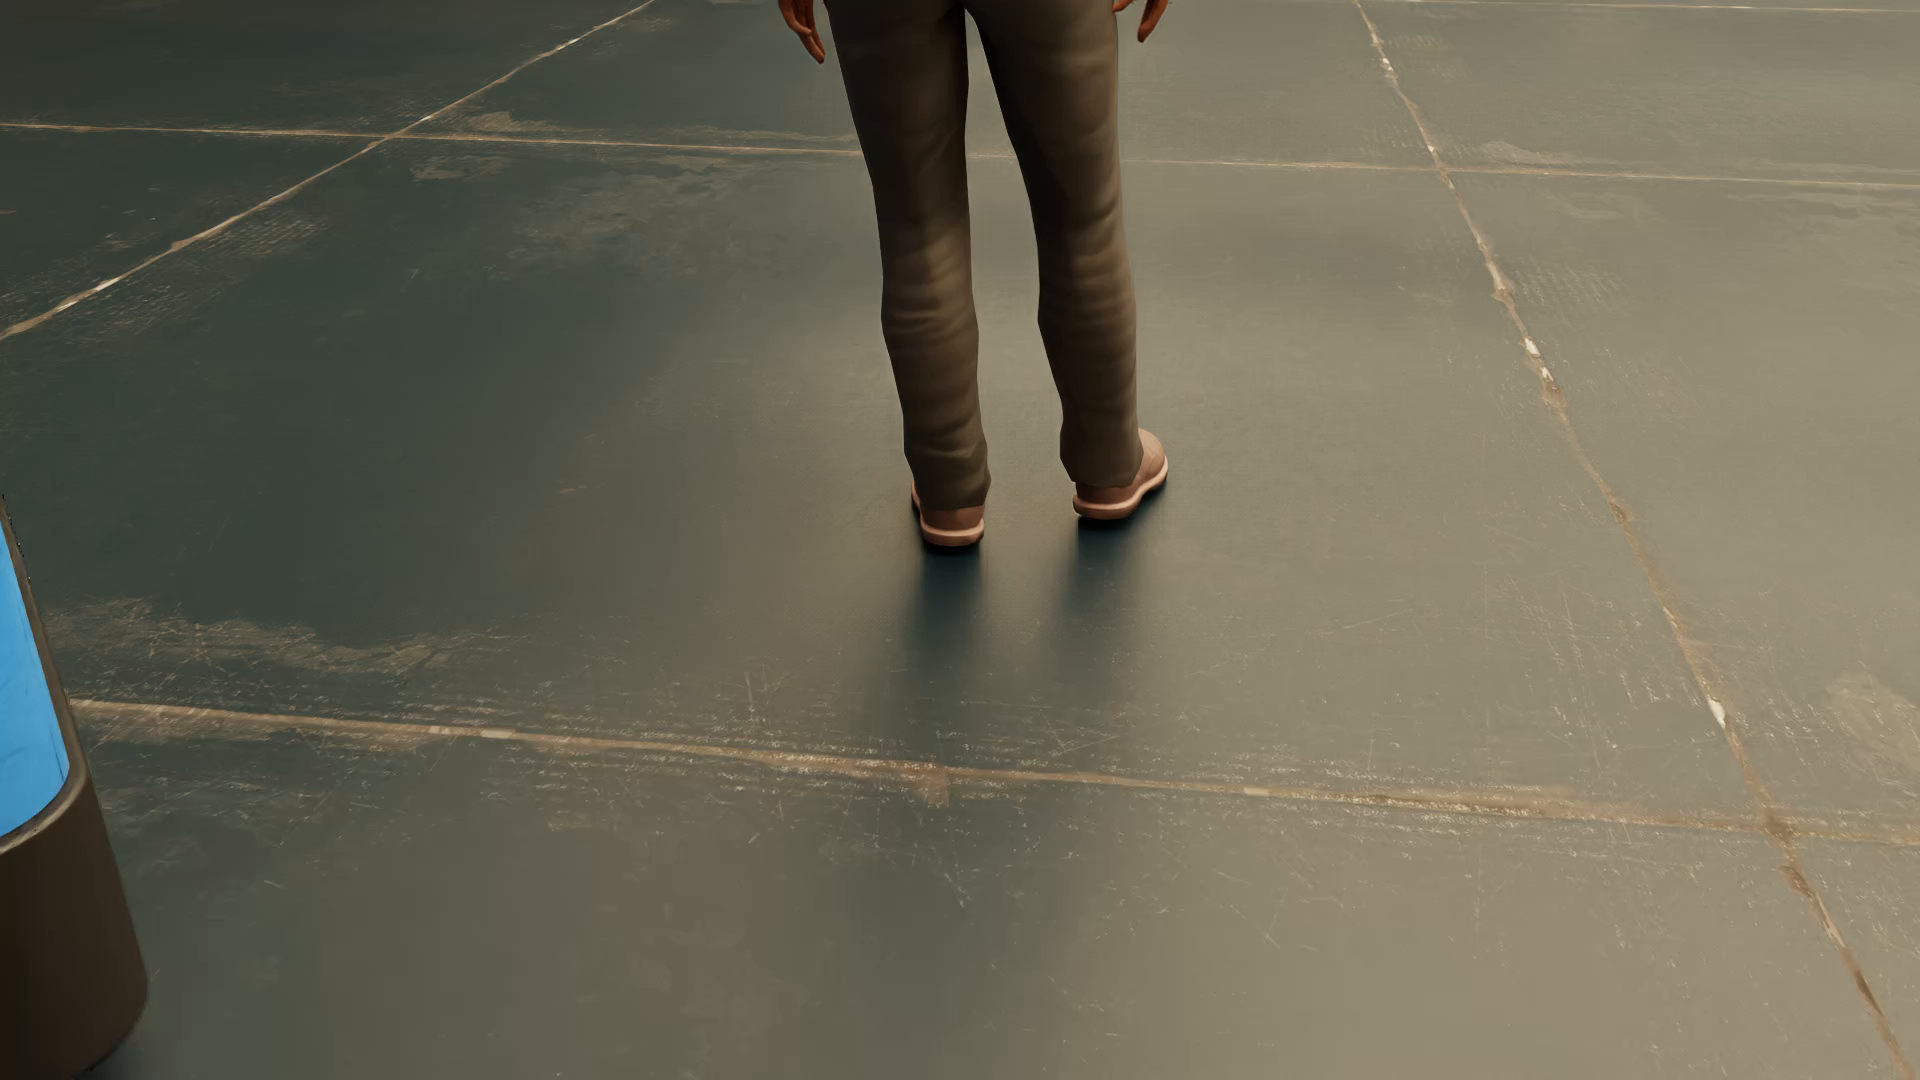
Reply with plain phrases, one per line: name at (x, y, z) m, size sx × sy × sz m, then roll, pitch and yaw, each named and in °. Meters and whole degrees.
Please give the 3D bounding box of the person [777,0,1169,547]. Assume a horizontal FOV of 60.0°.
person at (0.031, -0.785, 2.203) m, size 0.569 × 1.656 × 0.503 m, roll 3°, pitch 27°, yaw 7°

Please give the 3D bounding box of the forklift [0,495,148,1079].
forklift at (-2.246, -0.630, 0.480) m, size 3.031 × 2.935 × 1.130 m, roll -16°, pitch 31°, yaw -29°
